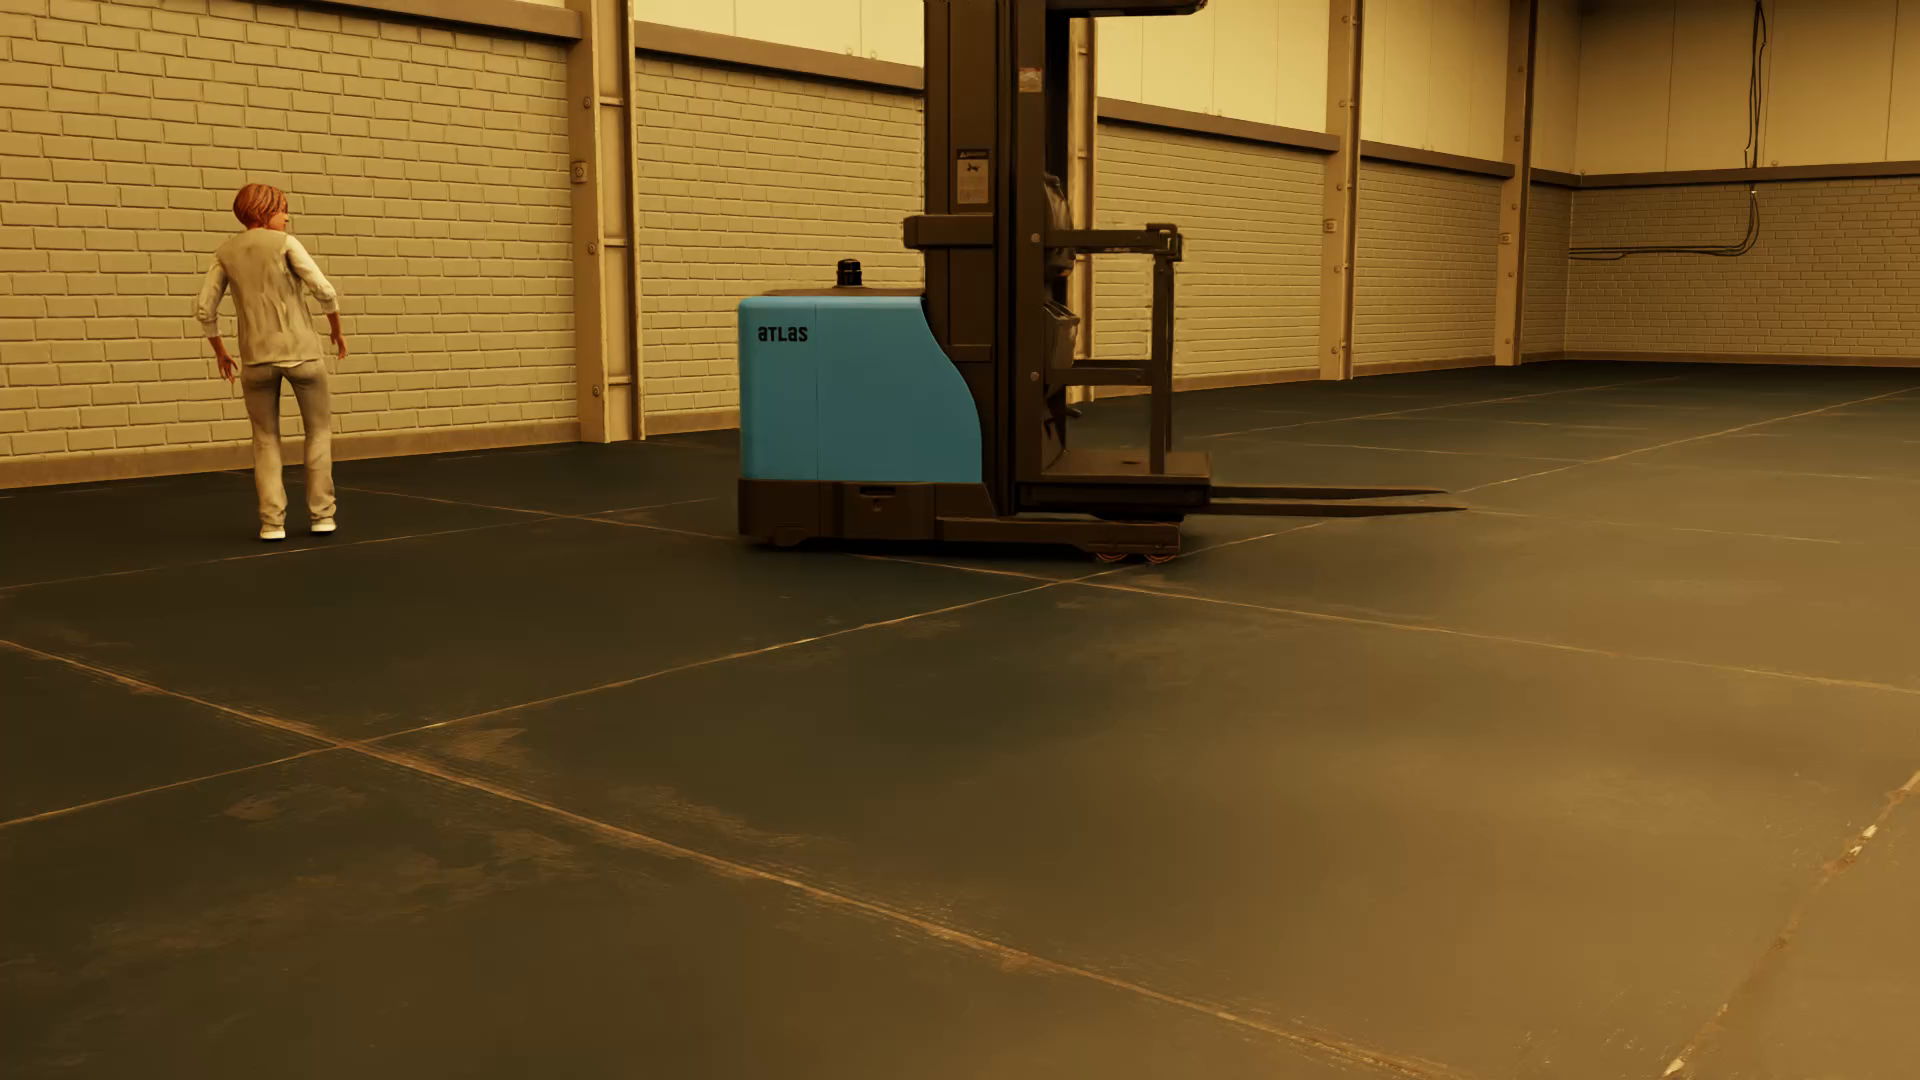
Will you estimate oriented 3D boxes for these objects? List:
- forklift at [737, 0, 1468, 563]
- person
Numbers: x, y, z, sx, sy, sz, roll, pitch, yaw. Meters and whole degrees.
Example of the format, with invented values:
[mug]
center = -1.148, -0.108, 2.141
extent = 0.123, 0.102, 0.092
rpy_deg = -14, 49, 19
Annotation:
[forklift]
center = 0.613, -1.439, 7.116
extent = 3.031, 2.935, 1.130
rpy_deg = 1, 8, 9
[person]
center = -3.057, -0.790, 7.418
extent = 0.611, 1.573, 0.446
rpy_deg = -1, 8, -9
